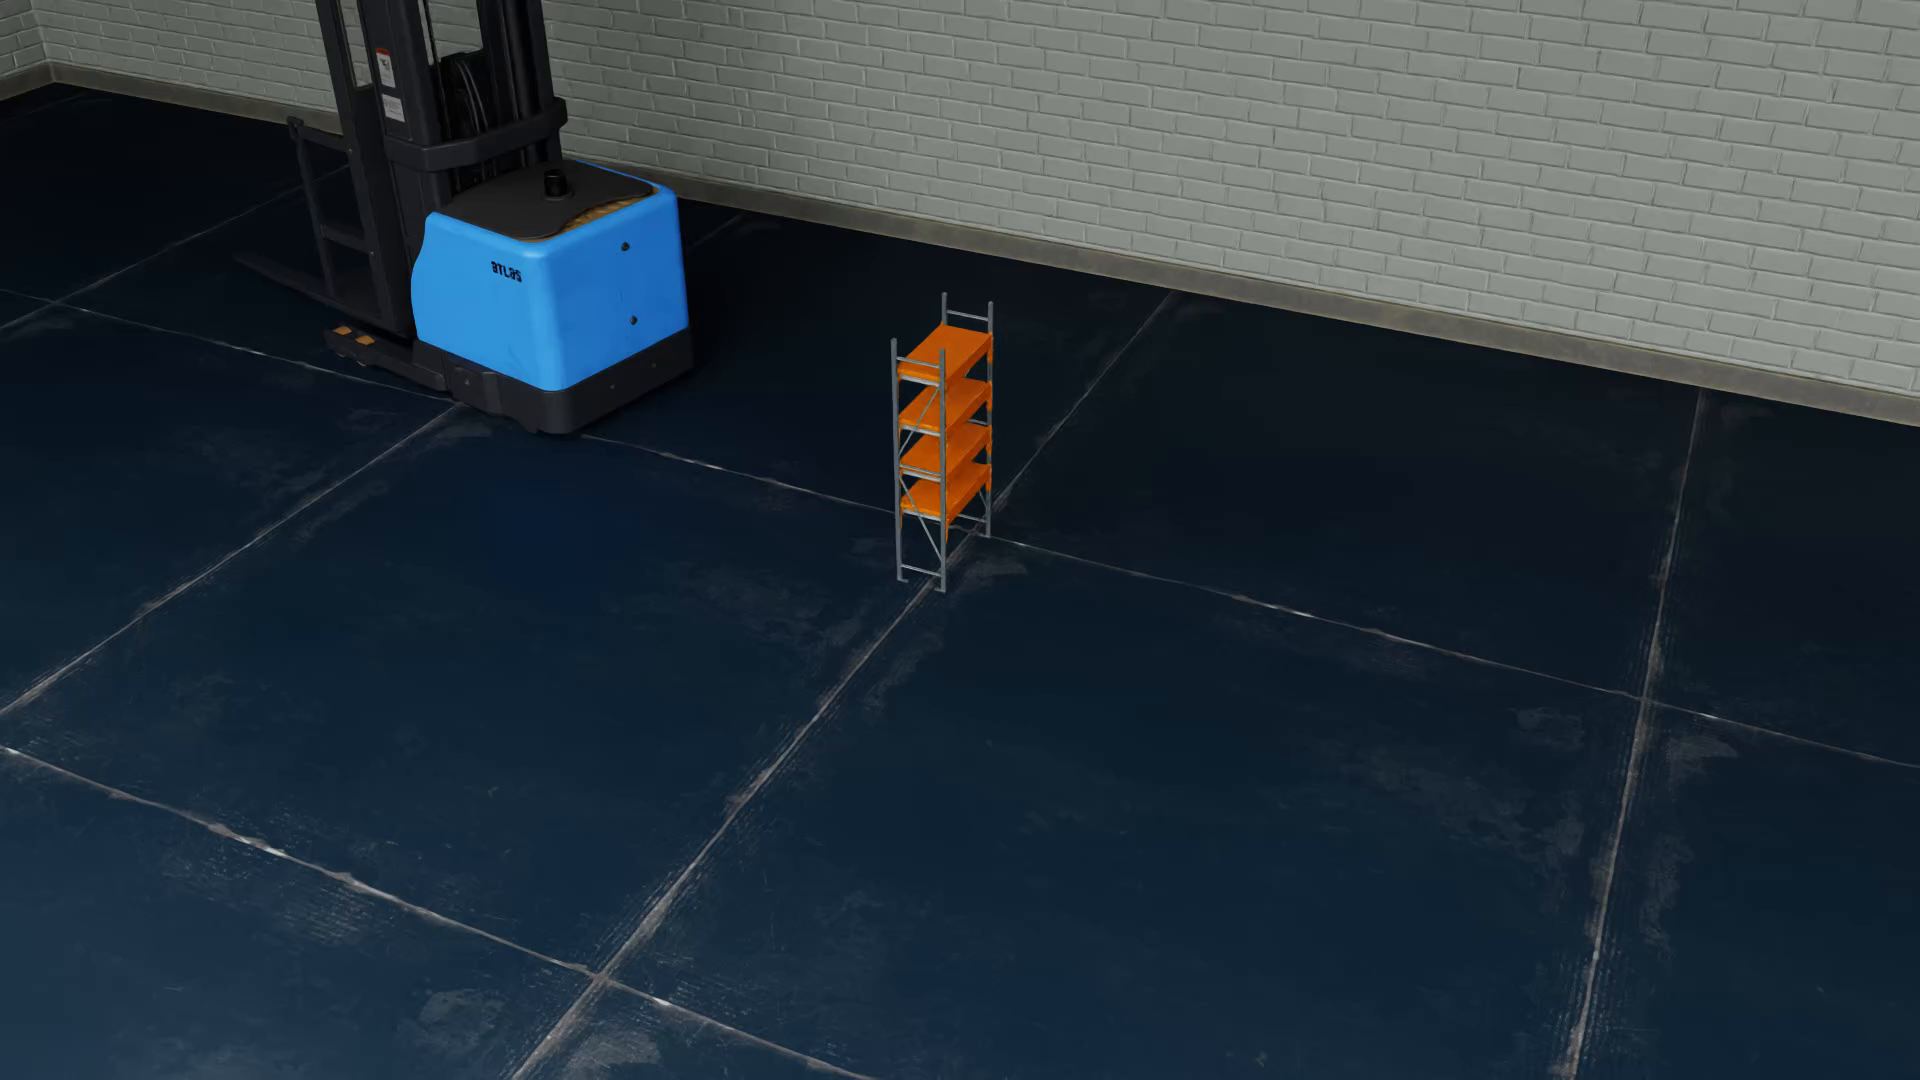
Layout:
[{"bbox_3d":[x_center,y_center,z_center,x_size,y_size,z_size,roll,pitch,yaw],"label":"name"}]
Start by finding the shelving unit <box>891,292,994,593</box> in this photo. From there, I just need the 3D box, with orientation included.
[{"bbox_3d":[-0.069,-0.419,7.295,0.258,1.200,0.503,14,36,20],"label":"shelving unit"}]

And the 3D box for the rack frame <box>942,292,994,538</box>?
[{"bbox_3d":[0.033,-0.541,7.481,0.240,1.200,0.015,14,36,20],"label":"rack frame"}]

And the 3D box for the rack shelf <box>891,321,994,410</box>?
[{"bbox_3d":[-0.069,-0.748,7.080,0.258,0.148,0.480,14,36,20],"label":"rack shelf"}]

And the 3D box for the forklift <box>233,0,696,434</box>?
[{"bbox_3d":[-2.931,-2.400,8.738,3.031,2.935,1.130,22,39,30],"label":"forklift"}]

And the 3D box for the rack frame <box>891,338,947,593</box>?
[{"bbox_3d":[-0.171,-0.298,7.110,0.240,1.200,0.015,14,36,20],"label":"rack frame"}]

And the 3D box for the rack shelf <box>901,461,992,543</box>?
[{"bbox_3d":[-0.069,-0.197,7.441,0.258,0.148,0.480,14,36,20],"label":"rack shelf"}]

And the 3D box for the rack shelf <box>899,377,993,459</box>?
[{"bbox_3d":[-0.069,-0.550,7.210,0.258,0.148,0.480,14,36,20],"label":"rack shelf"}]

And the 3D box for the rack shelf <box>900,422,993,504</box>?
[{"bbox_3d":[-0.069,-0.363,7.332,0.258,0.148,0.480,14,36,20],"label":"rack shelf"}]
